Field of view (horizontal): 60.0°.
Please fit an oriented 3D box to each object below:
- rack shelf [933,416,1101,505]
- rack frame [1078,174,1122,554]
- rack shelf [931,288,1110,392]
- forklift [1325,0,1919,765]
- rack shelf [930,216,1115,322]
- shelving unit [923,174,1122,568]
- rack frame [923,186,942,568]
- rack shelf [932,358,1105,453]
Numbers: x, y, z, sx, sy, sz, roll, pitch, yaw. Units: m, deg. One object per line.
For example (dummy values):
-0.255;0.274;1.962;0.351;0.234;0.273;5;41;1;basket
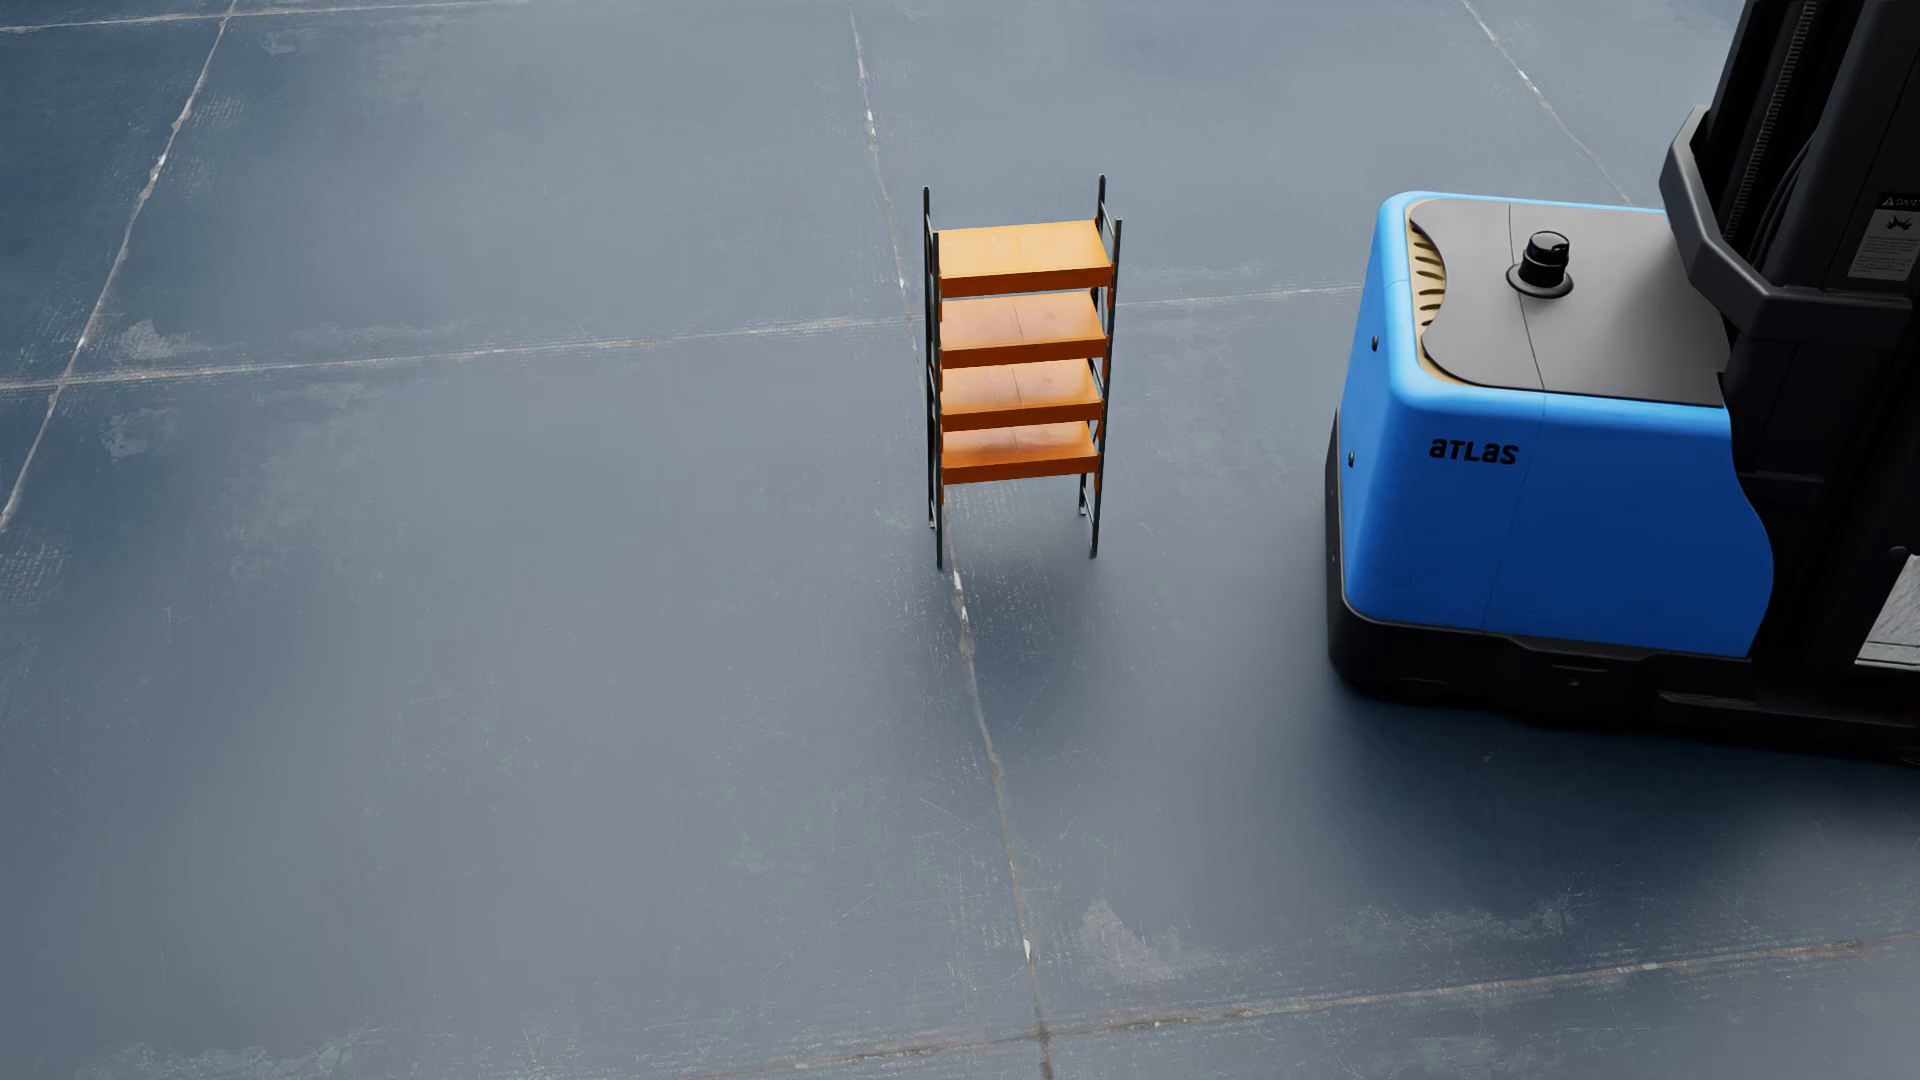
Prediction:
0.164;-0.263;5.042;0.480;0.148;0.258;-5;42;-6;rack shelf
0.406;-0.481;4.888;0.015;1.200;0.240;-5;42;-6;rack frame
0.164;-0.576;4.759;0.480;0.148;0.258;-5;42;-6;rack shelf
2.620;-0.836;3.988;3.031;2.935;1.130;6;42;6;forklift
0.164;-0.752;4.601;0.480;0.148;0.258;-5;42;-6;rack shelf
0.164;-0.460;4.864;0.503;1.200;0.258;-5;42;-6;shelving unit
-0.078;-0.439;4.841;0.015;1.200;0.240;-5;42;-6;rack frame
0.164;-0.410;4.909;0.480;0.148;0.258;-5;42;-6;rack shelf
